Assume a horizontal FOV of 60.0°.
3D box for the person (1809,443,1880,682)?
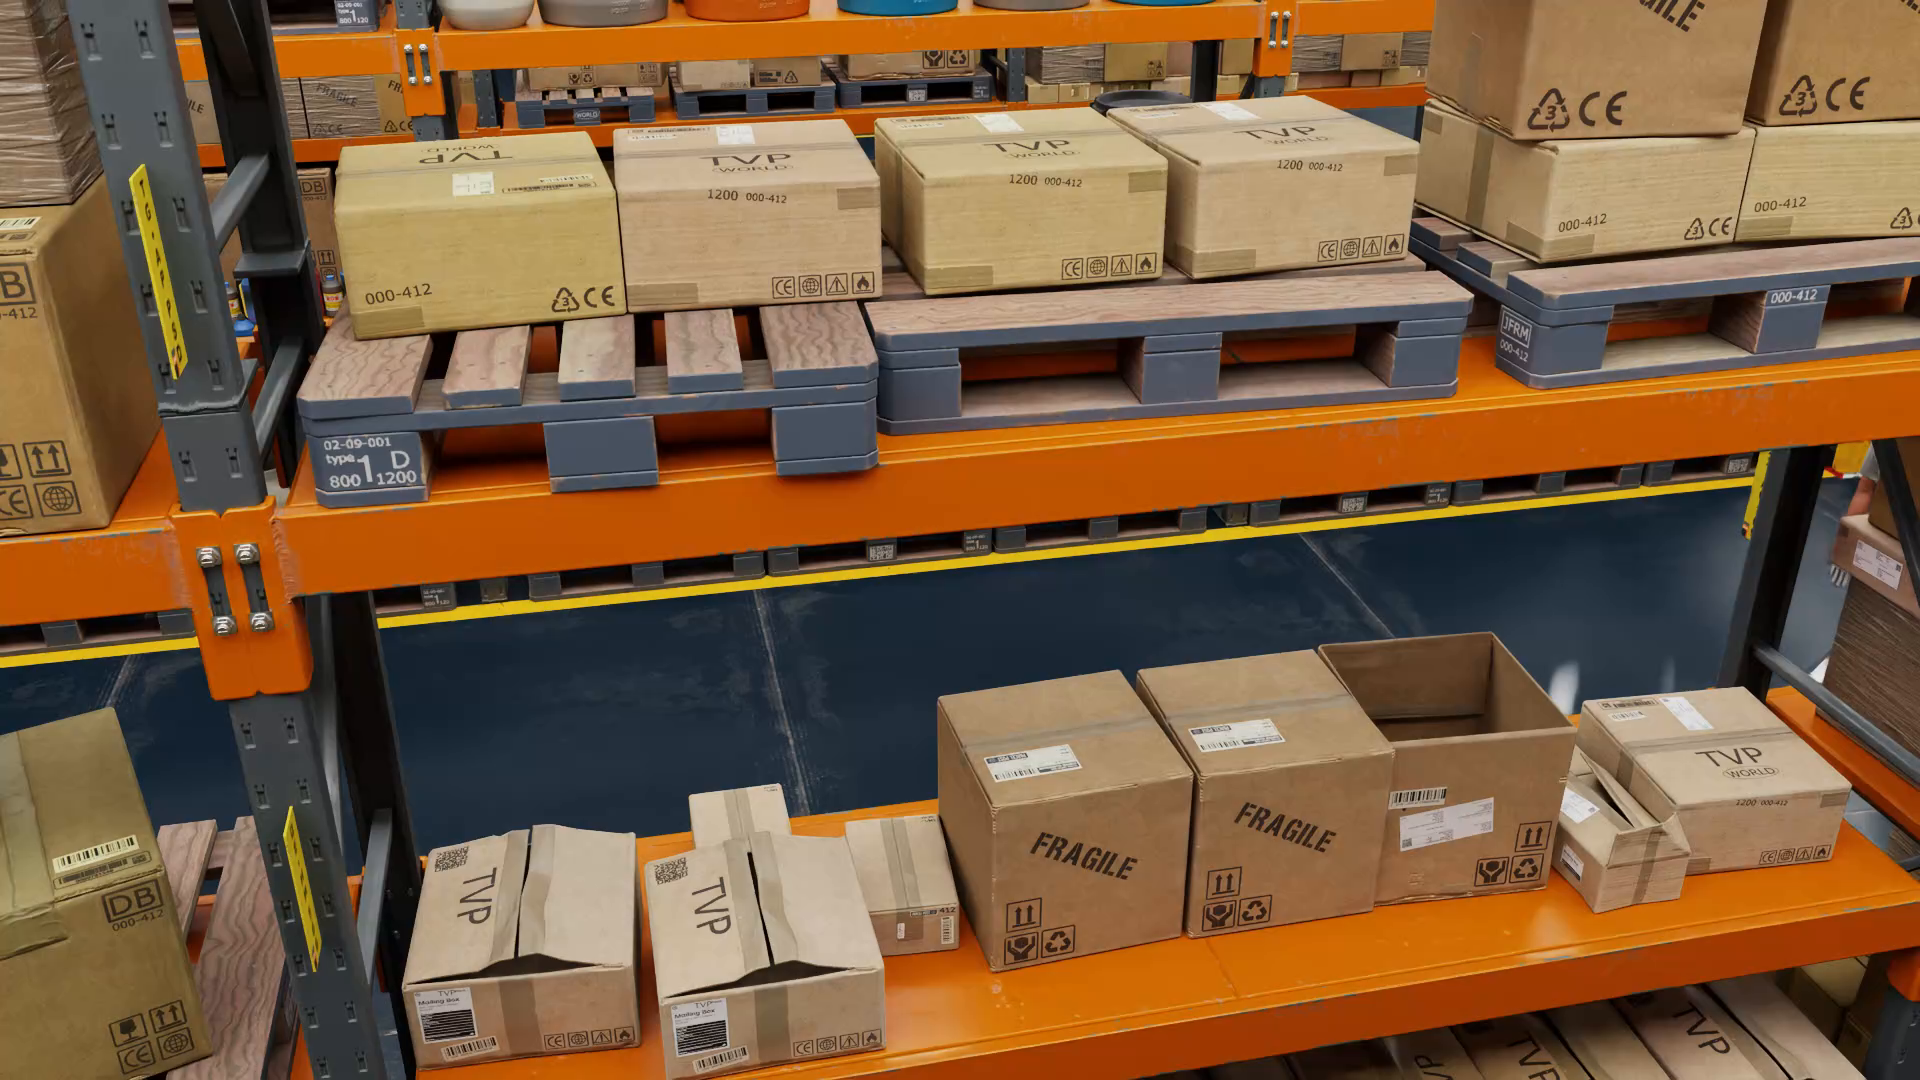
[{"bbox_3d":[3.998,0.091,6.914,1.048,1.745,0.527,-2,27,-3],"label":"person"}]
